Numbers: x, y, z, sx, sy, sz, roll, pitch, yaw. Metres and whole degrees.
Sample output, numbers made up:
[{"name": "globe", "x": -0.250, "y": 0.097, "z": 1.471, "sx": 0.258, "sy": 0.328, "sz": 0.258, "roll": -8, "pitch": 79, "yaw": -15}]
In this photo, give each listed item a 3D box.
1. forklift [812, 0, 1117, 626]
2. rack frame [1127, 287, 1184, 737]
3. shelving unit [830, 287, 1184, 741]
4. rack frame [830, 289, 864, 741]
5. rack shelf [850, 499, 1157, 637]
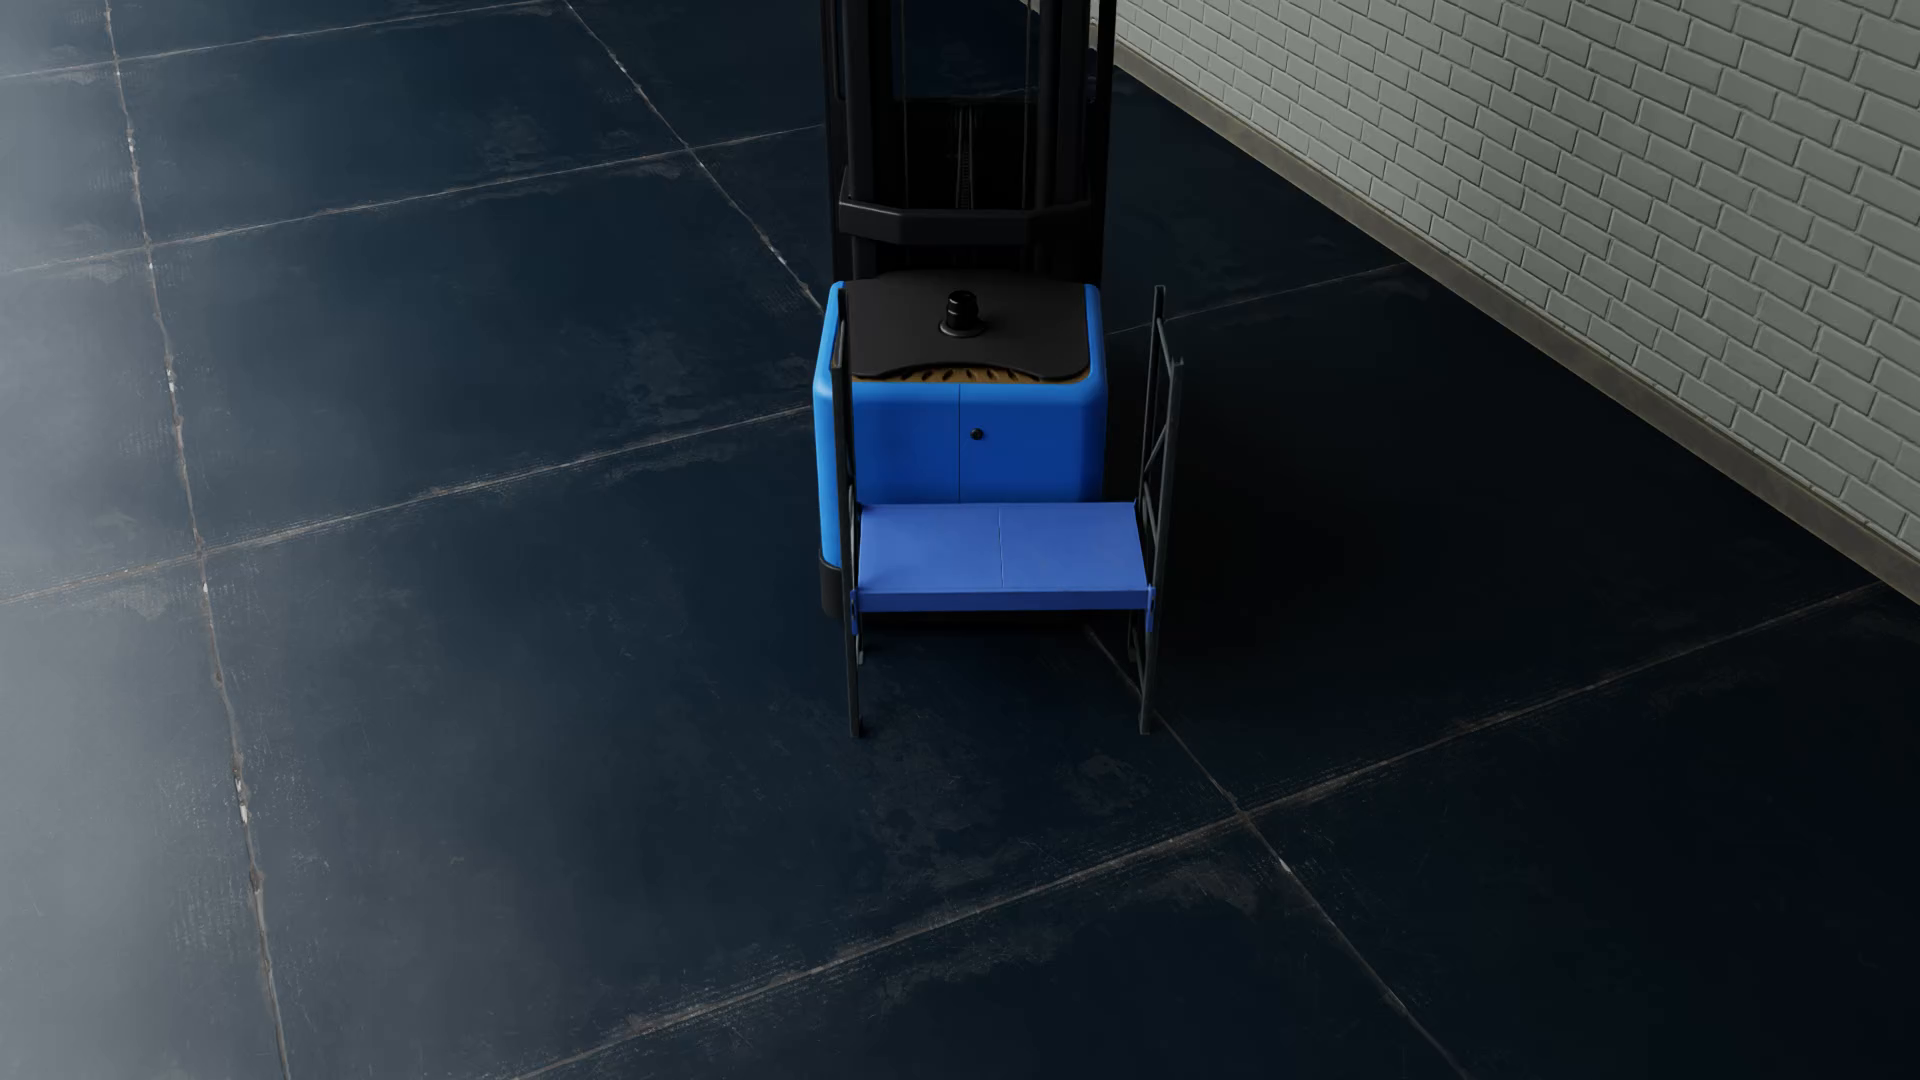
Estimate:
[{"name": "forklift", "x": 0.034, "y": -1.706, "z": 6.590, "sx": 1.130, "sy": 2.935, "sz": 3.031, "roll": 1, "pitch": 37, "yaw": 1}, {"name": "rack frame", "x": 0.645, "y": -0.061, "z": 5.572, "sx": 0.032, "sy": 1.500, "sz": 0.500, "roll": -1, "pitch": 37, "yaw": -1}, {"name": "shelving unit", "x": 0.137, "y": -0.056, "z": 5.566, "sx": 1.048, "sy": 1.500, "sz": 0.538, "roll": -1, "pitch": 37, "yaw": -1}, {"name": "rack frame", "x": -0.371, "y": -0.051, "z": 5.559, "sx": 0.032, "sy": 1.500, "sz": 0.500, "roll": -1, "pitch": 37, "yaw": -1}, {"name": "rack shelf", "x": 0.137, "y": 0.089, "z": 5.673, "sx": 1.000, "sy": 0.185, "sz": 0.538, "roll": -1, "pitch": 37, "yaw": -1}]
